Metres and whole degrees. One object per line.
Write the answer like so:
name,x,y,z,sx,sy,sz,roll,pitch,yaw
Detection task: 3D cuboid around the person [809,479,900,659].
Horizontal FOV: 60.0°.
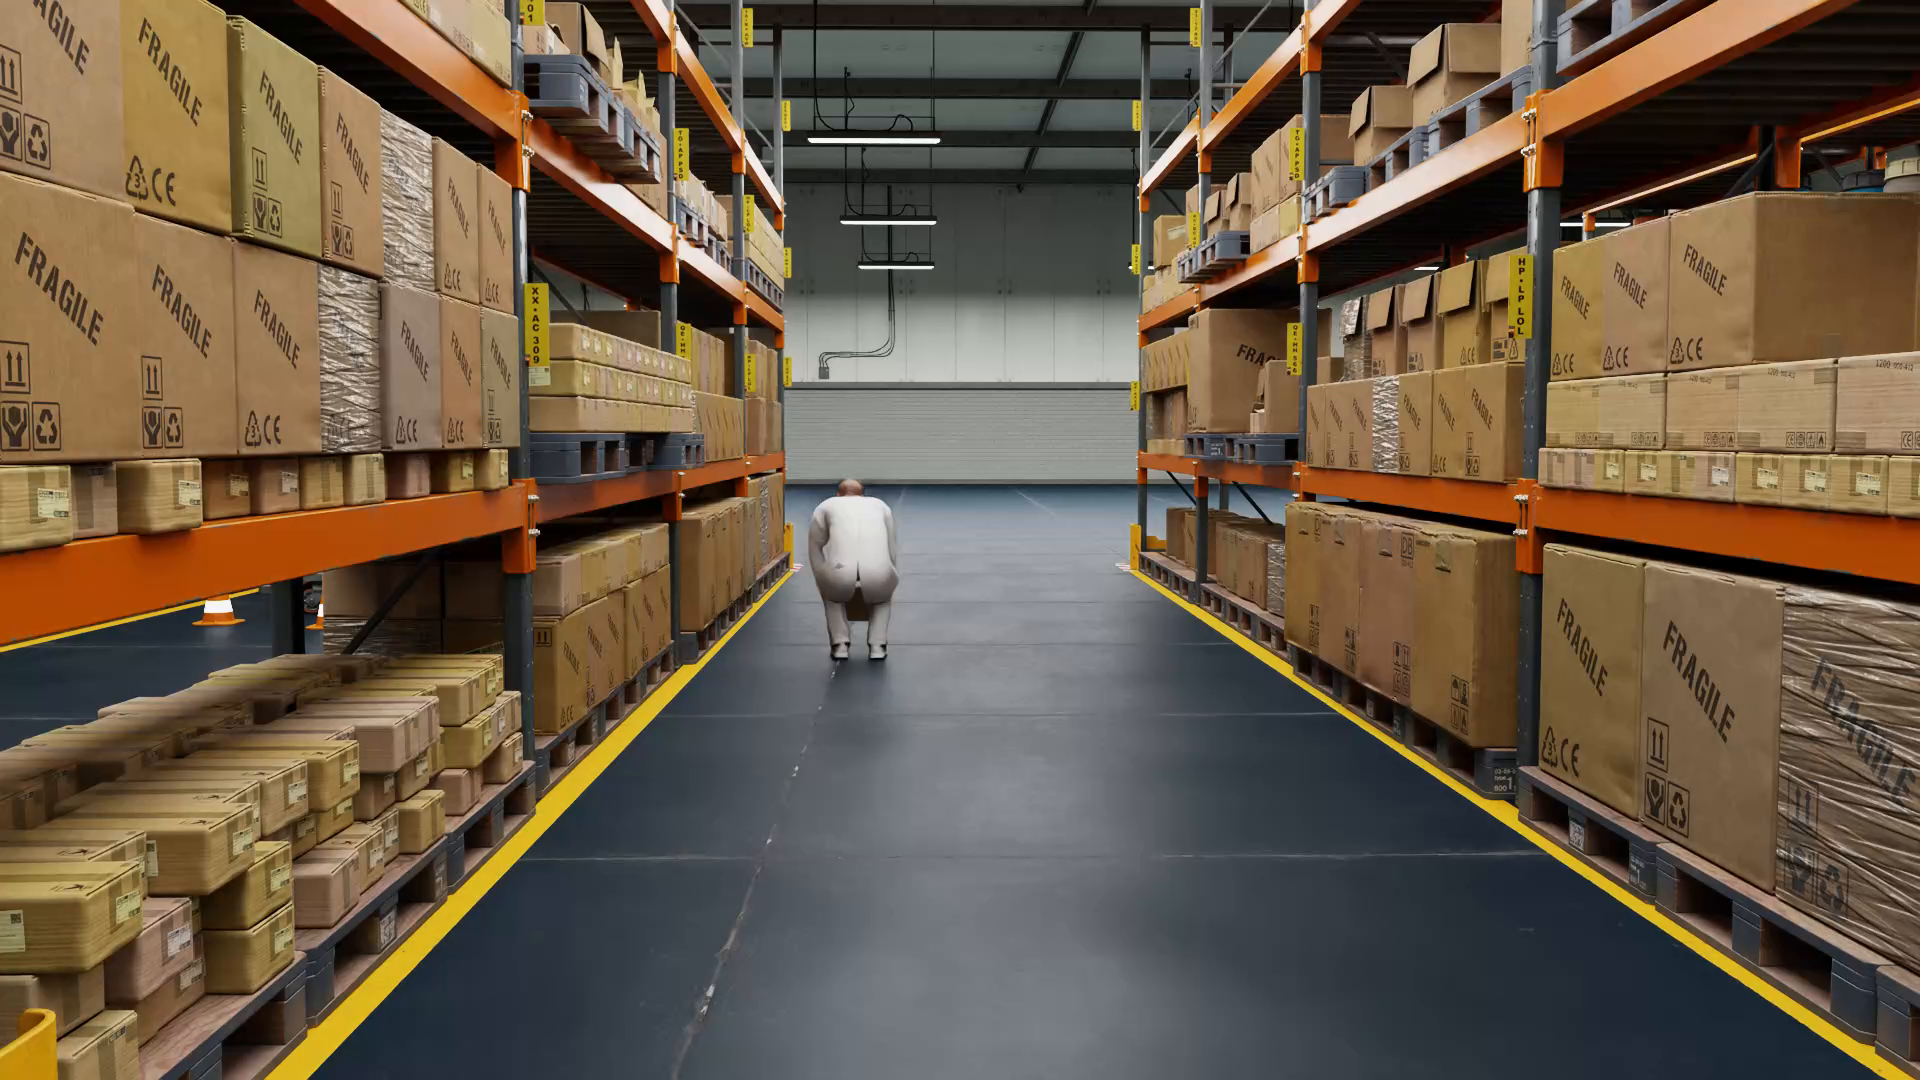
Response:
person,-0.721,0.199,11.288,0.626,1.180,0.821,0,4,-3
